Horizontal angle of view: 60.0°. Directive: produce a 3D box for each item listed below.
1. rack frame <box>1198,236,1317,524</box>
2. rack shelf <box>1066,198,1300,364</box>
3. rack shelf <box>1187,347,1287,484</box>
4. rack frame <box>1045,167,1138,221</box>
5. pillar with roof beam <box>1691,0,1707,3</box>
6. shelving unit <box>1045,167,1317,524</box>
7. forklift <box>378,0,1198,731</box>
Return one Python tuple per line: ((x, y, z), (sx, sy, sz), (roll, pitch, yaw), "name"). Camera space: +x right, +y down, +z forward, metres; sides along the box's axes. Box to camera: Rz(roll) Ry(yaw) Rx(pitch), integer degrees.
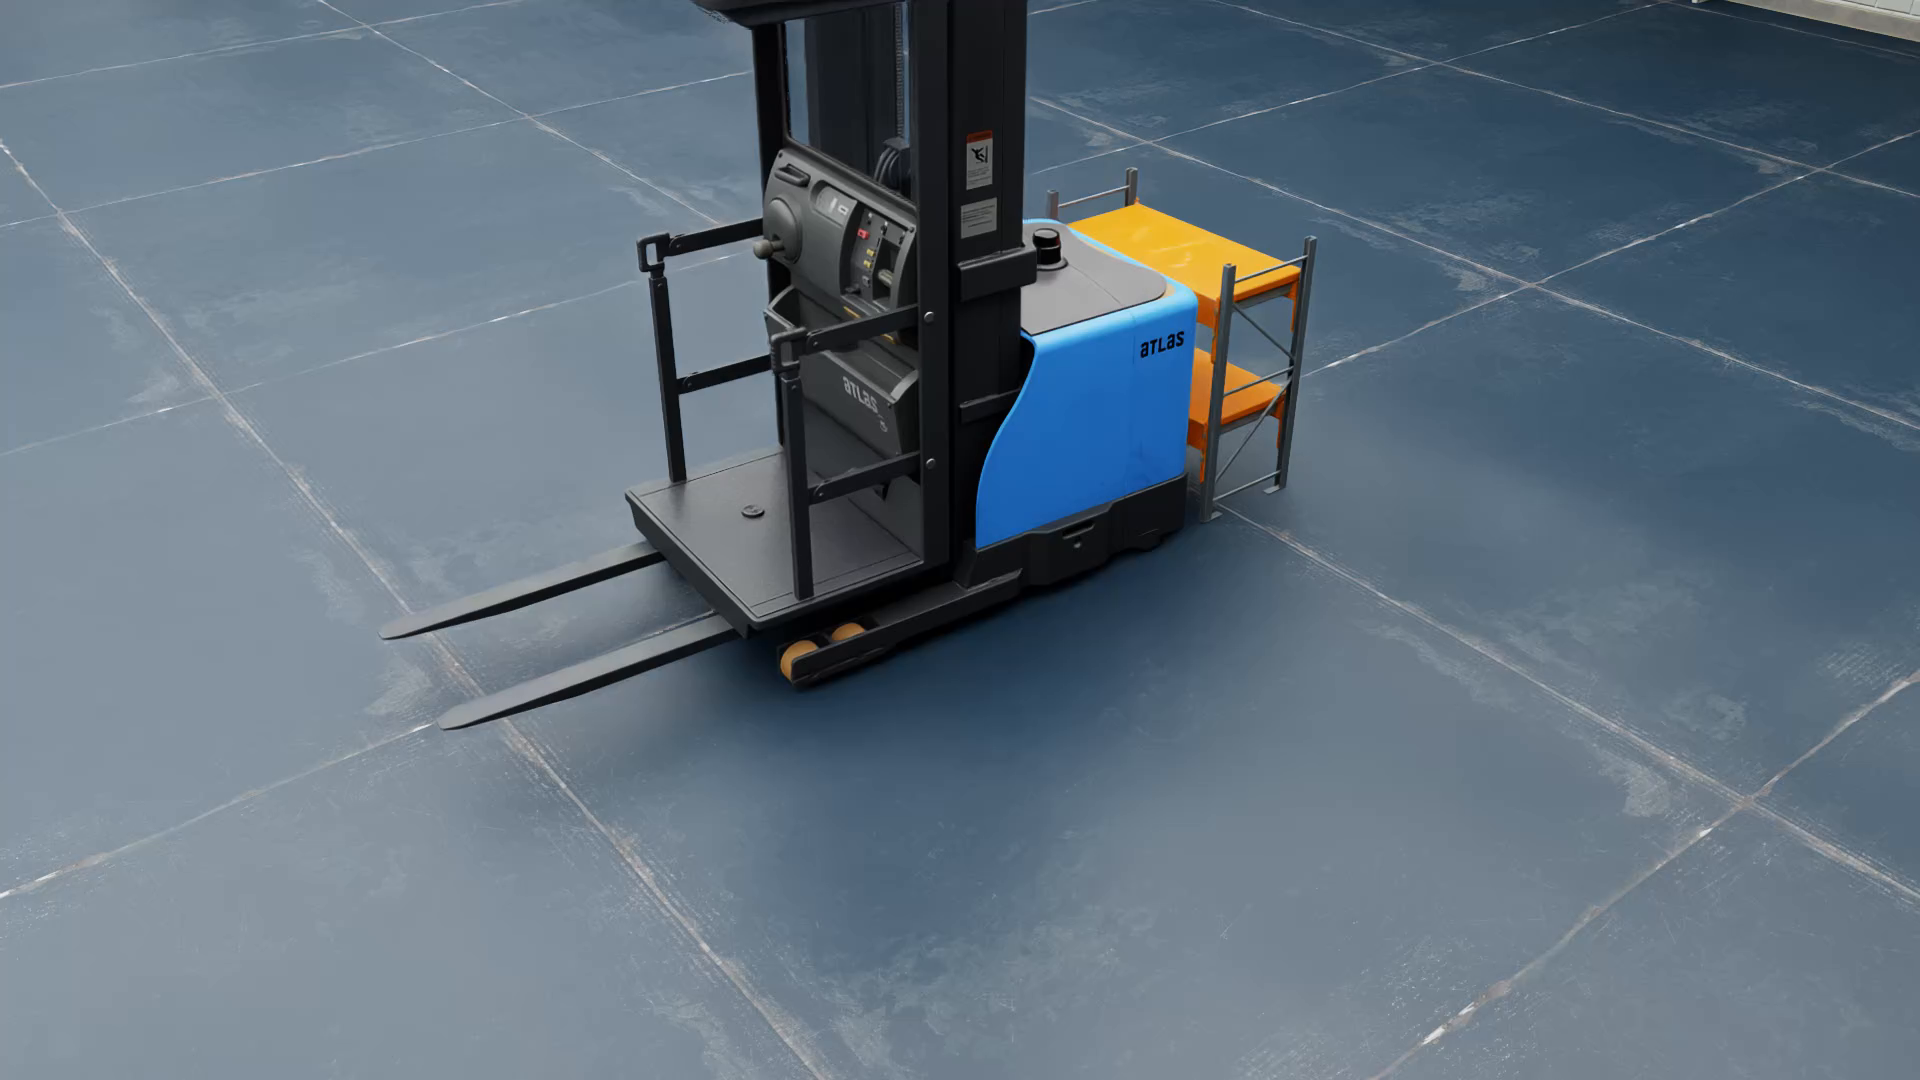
((1.194, -0.633, 6.698), (0.500, 1.125, 0.032), (-22, 38, -32), "rack frame")
((0.880, -1.093, 6.884), (0.538, 0.278, 1.000), (-22, 38, -32), "rack shelf")
((0.876, -0.635, 7.165), (0.538, 0.278, 1.000), (-22, 38, -32), "rack shelf")
((0.562, -1.054, 7.375), (0.500, 1.125, 0.032), (-22, 38, -32), "rack frame")
((2.832, -7.100, 9.653), (9.100, 9.000, 0.400), (-22, 38, -31), "pillar with roof beam")
((0.878, -0.843, 7.037), (0.538, 1.125, 1.048), (-22, 38, -32), "shelving unit")
((-0.597, -1.038, 5.643), (3.031, 2.935, 1.130), (-20, 37, -28), "forklift")
